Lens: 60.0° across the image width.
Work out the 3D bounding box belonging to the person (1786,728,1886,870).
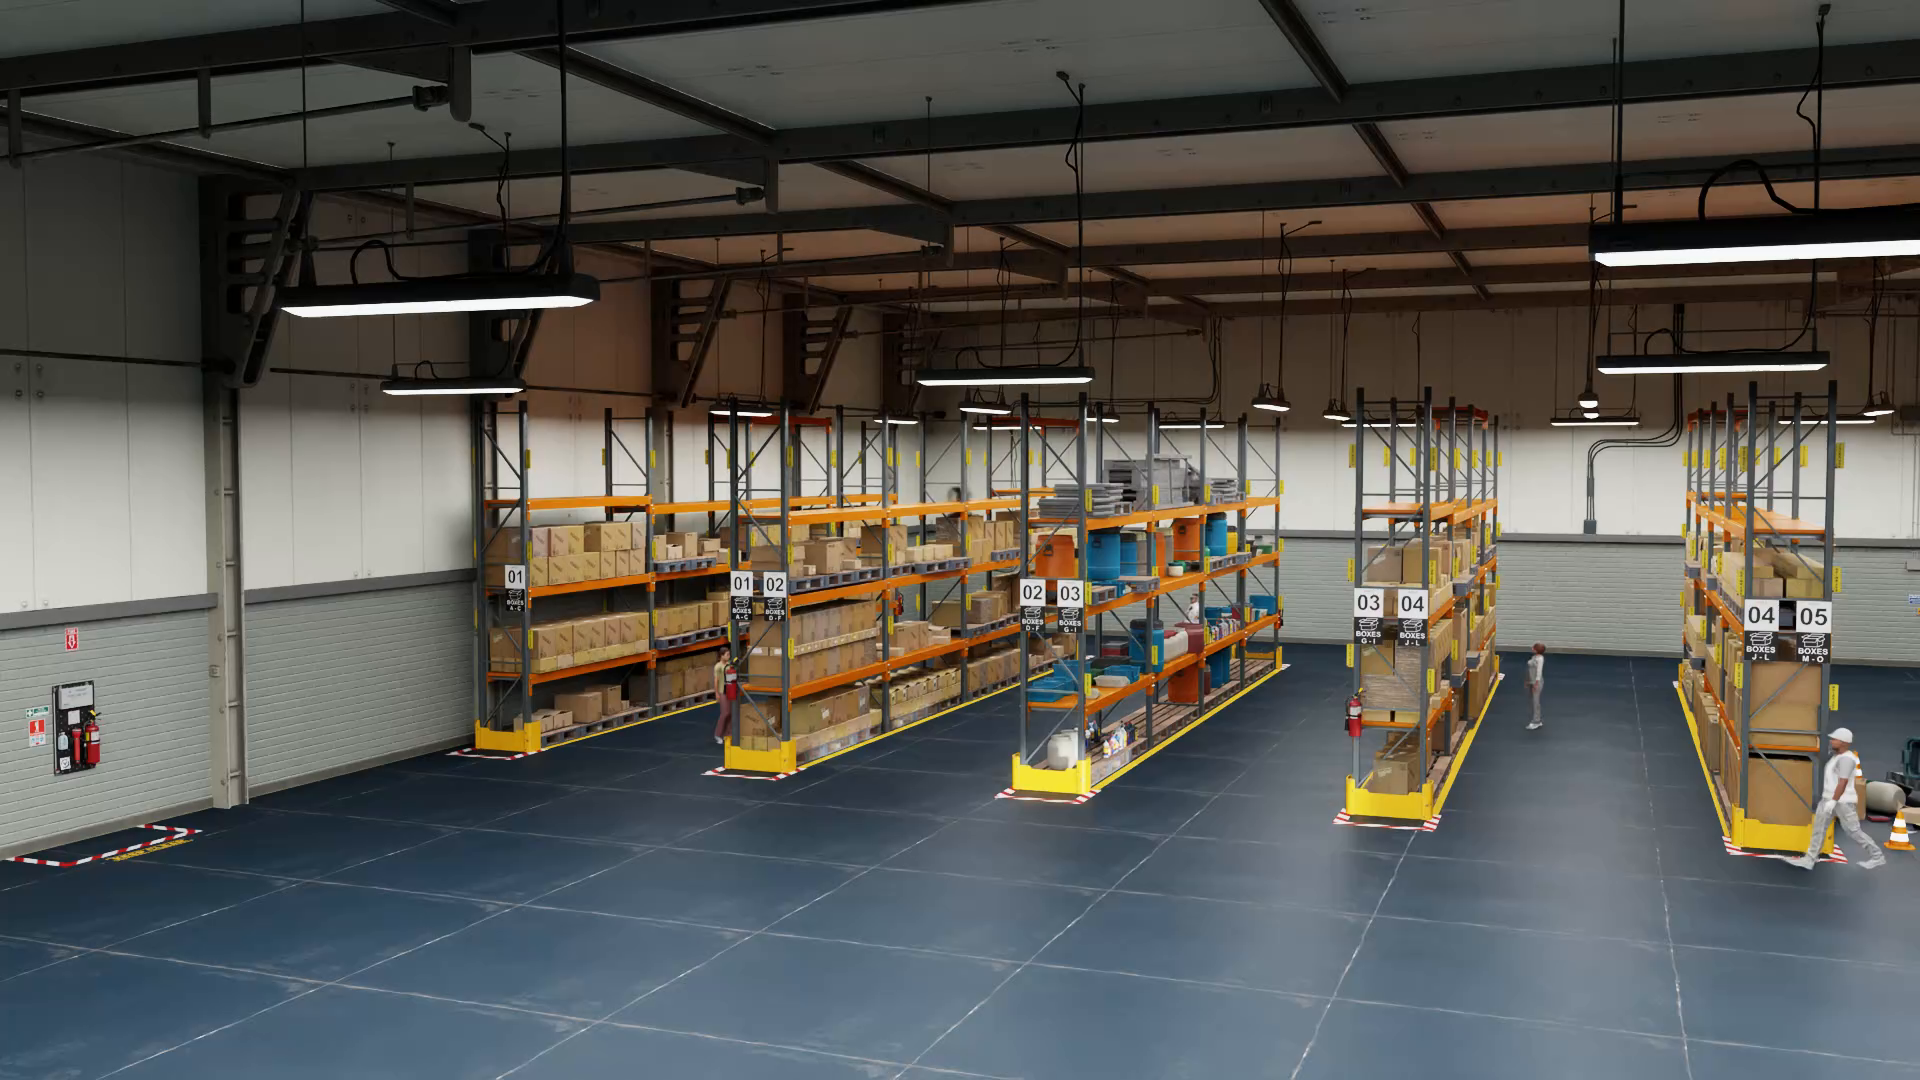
[{"bbox_3d":[10.634,3.151,20.104,1.054,1.752,0.511,0,3,-2],"label":"person"}]

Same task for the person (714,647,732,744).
[{"bbox_3d":[-4.133,2.742,29.455,0.401,1.694,0.497,1,3,28],"label":"person"}]

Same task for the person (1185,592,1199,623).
[{"bbox_3d":[5.662,2.149,40.374,0.404,1.775,0.565,0,3,1],"label":"person"}]

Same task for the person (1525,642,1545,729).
[{"bbox_3d":[10.722,2.712,31.016,0.462,1.620,0.437,-1,3,-14],"label":"person"}]
